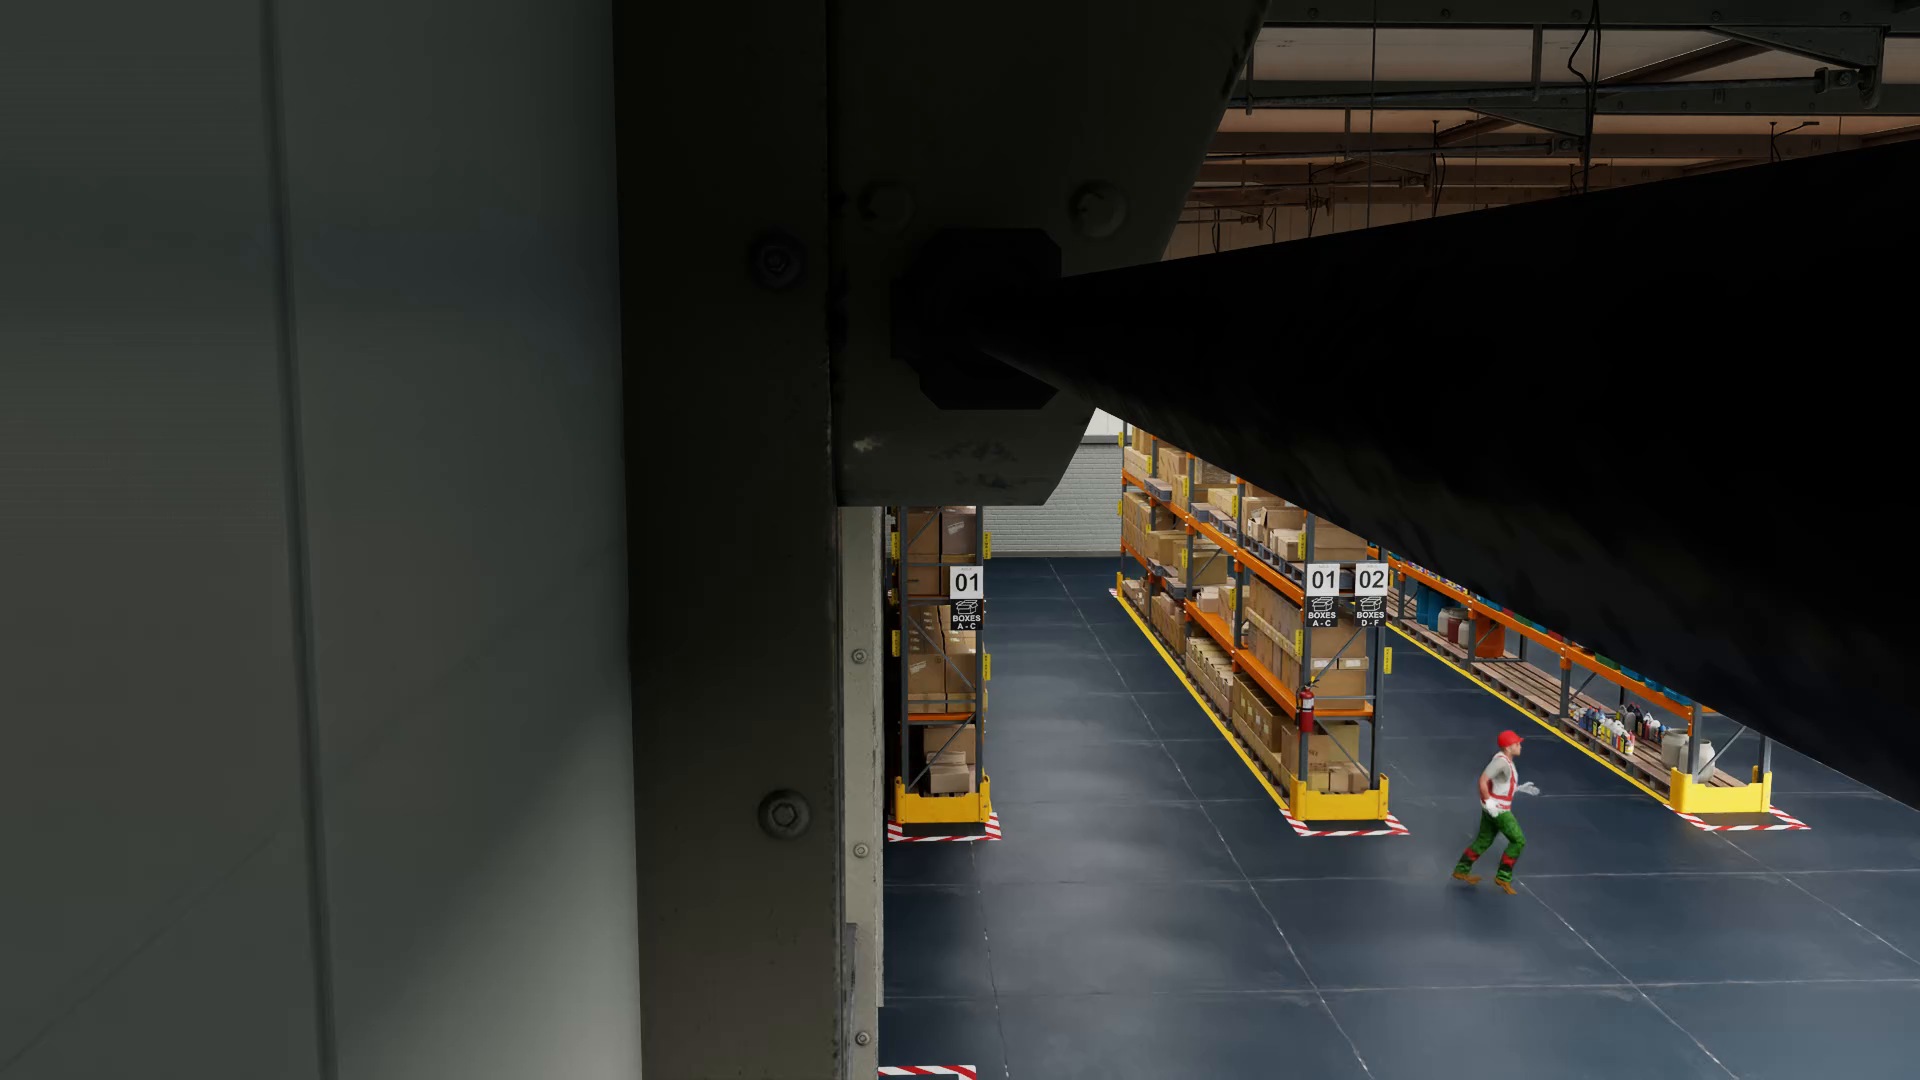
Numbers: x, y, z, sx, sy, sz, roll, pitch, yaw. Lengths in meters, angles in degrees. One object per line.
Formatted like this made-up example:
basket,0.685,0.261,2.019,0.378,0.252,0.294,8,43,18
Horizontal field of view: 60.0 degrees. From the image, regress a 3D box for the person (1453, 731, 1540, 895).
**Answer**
person,5.830,2.953,18.028,0.864,1.824,0.588,2,8,13
